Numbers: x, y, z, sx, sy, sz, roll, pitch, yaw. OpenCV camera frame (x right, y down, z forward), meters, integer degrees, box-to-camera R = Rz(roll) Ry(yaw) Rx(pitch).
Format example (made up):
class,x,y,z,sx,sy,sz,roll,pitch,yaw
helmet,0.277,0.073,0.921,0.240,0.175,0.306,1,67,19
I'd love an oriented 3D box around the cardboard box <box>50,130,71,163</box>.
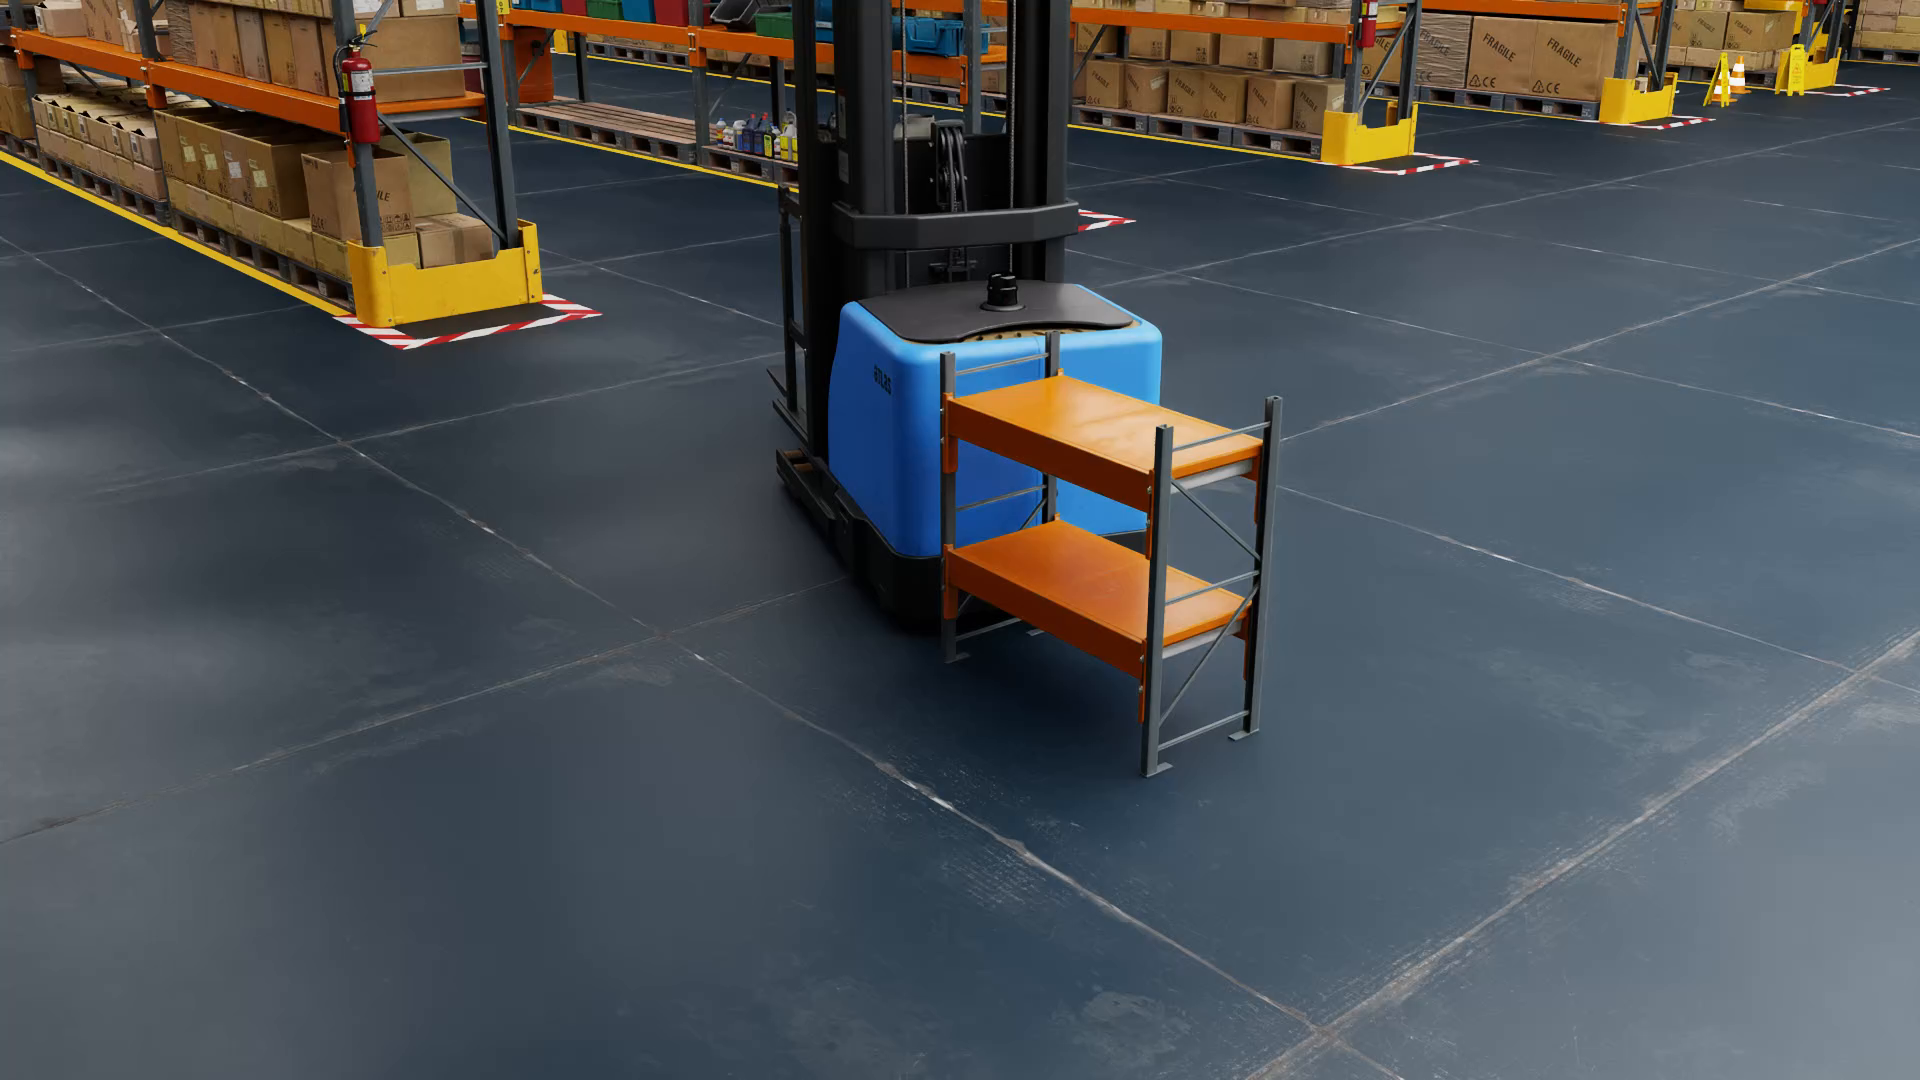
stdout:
class,x,y,z,sx,sy,sz,roll,pitch,yaw
cardboard box,-8.091,-3.675,15.448,0.500,0.250,0.500,-18,28,-39

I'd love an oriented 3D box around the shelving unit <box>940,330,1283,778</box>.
class,x,y,z,sx,sy,sz,roll,pitch,yaw
shelving unit,0.451,0.002,5.436,0.538,1.125,1.048,-16,26,-35

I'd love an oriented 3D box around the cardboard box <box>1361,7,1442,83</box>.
class,x,y,z,sx,sy,sz,roll,pitch,yaw
cardboard box,5.761,-6.534,21.890,0.875,0.875,0.875,-17,27,-37

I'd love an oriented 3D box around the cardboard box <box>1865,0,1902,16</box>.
class,x,y,z,sx,sy,sz,roll,pitch,yaw
cardboard box,14.581,-8.375,26.077,0.500,0.250,0.500,-17,27,-36

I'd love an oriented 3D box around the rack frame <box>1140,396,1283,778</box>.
class,x,y,z,sx,sy,sz,roll,pitch,yaw
rack frame,0.762,0.149,5.061,0.500,1.125,0.032,-16,26,-35

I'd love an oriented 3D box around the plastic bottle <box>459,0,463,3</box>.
class,x,y,z,sx,sy,sz,roll,pitch,yaw
plastic bottle,-5.837,-6.449,19.513,0.097,0.271,0.097,0,21,0

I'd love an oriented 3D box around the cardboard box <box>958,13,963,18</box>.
class,x,y,z,sx,sy,sz,roll,pitch,yaw
cardboard box,0.113,-9.018,28.412,0.380,0.149,0.250,-16,27,-35

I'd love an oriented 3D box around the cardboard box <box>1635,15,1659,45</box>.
class,x,y,z,sx,sy,sz,roll,pitch,yaw
cardboard box,9.963,-7.473,24.116,0.500,0.500,0.500,-16,26,-35

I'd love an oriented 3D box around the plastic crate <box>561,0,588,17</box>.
class,x,y,z,sx,sy,sz,roll,pitch,yaw
plastic crate,-3.961,-5.802,17.596,0.402,0.464,0.583,-17,27,-37

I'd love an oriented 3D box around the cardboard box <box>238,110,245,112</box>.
class,x,y,z,sx,sy,sz,roll,pitch,yaw
cardboard box,-6.332,-3.497,14.225,0.500,0.311,0.500,-18,28,-38

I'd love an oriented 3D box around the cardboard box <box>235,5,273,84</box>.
class,x,y,z,sx,sy,sz,roll,pitch,yaw
cardboard box,-4.624,-3.508,11.691,0.700,0.500,0.500,-16,27,-36

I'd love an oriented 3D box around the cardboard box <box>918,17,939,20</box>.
class,x,y,z,sx,sy,sz,roll,pitch,yaw
cardboard box,-0.571,-6.682,21.728,0.500,0.250,0.500,-16,27,-35

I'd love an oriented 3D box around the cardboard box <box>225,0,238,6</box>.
class,x,y,z,sx,sy,sz,roll,pitch,yaw
cardboard box,-4.885,-3.809,11.569,0.380,0.149,0.250,-18,28,-38

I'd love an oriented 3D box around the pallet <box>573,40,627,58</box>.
class,x,y,z,sx,sy,sz,roll,pitch,yaw
pallet,-5.672,-8.180,27.579,1.003,0.211,1.213,-17,27,-37

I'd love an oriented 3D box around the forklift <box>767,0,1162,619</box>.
class,x,y,z,sx,sy,sz,roll,pitch,yaw
forklift,-0.202,-1.583,7.006,1.130,2.935,3.031,-7,22,-17

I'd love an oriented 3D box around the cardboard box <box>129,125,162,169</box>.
class,x,y,z,sx,sy,sz,roll,pitch,yaw
cardboard box,-6.409,-3.228,13.538,0.500,0.311,0.500,-17,27,-37

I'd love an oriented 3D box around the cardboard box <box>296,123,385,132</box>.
class,x,y,z,sx,sy,sz,roll,pitch,yaw
cardboard box,-4.475,-2.783,12.143,0.500,0.500,0.500,-17,27,-37

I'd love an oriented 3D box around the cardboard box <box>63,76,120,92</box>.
class,x,y,z,sx,sy,sz,roll,pitch,yaw
cardboard box,-8.965,-4.491,17.161,0.500,0.500,0.500,-19,28,-39

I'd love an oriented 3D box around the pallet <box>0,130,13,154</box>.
class,x,y,z,sx,sy,sz,roll,pitch,yaw
pallet,-9.790,-4.367,17.844,1.003,0.211,1.213,-17,27,-37

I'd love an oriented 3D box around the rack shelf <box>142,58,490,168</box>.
class,x,y,z,sx,sy,sz,roll,pitch,yaw
rack shelf,-4.622,-3.120,11.824,1.077,0.370,4.000,-17,27,-37

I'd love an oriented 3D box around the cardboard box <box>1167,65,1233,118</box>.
class,x,y,z,sx,sy,sz,roll,pitch,yaw
cardboard box,2.655,-4.967,18.405,0.500,0.500,0.500,19,29,40

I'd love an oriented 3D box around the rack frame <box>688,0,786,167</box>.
class,x,y,z,sx,sy,sz,roll,pitch,yaw
rack frame,-2.173,-5.186,16.112,1.000,3.000,0.127,-17,27,-37

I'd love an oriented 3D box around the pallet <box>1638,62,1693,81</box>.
class,x,y,z,sx,sy,sz,roll,pitch,yaw
pallet,10.353,-6.911,24.340,1.003,0.211,1.213,-17,27,-37

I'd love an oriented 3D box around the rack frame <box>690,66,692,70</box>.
class,x,y,z,sx,sy,sz,roll,pitch,yaw
rack frame,-3.643,-8.575,24.765,1.000,3.000,0.127,-17,27,-37

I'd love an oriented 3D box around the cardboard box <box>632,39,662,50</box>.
class,x,y,z,sx,sy,sz,roll,pitch,yaw
cardboard box,-4.600,-8.232,26.225,0.875,0.875,0.875,-17,27,-37

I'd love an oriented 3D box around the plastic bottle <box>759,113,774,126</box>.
class,x,y,z,sx,sy,sz,roll,pitch,yaw
plastic bottle,-1.851,-3.870,15.780,0.144,0.351,0.185,-17,27,-37

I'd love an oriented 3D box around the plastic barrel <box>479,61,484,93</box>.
class,x,y,z,sx,sy,sz,roll,pitch,yaw
plastic barrel,-5.552,-5.594,19.989,0.421,0.512,0.421,0,21,0

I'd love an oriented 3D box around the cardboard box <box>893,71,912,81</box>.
class,x,y,z,sx,sy,sz,roll,pitch,yaw
cardboard box,-0.579,-6.331,21.859,0.700,0.500,0.500,-19,28,-40

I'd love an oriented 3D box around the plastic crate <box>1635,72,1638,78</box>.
class,x,y,z,sx,sy,sz,roll,pitch,yaw
plastic crate,9.491,-6.736,24.072,0.583,0.080,0.402,12,24,27

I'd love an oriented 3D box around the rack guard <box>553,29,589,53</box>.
class,x,y,z,sx,sy,sz,roll,pitch,yaw
rack guard,-6.269,-8.523,28.059,1.175,0.500,0.348,-17,27,-37

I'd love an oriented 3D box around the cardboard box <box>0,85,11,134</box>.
class,x,y,z,sx,sy,sz,roll,pitch,yaw
cardboard box,-9.665,-4.499,17.183,0.500,0.500,0.500,-19,28,-39

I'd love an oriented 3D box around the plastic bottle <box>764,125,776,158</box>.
class,x,y,z,sx,sy,sz,roll,pitch,yaw
plastic bottle,-1.761,-3.697,15.430,0.061,0.283,0.133,-16,26,-35

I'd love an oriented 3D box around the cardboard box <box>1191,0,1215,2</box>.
class,x,y,z,sx,sy,sz,roll,pitch,yaw
cardboard box,2.824,-6.002,17.651,0.875,0.500,0.500,-17,27,-37

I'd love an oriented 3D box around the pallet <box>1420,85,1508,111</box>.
class,x,y,z,sx,sy,sz,roll,pitch,yaw
pallet,6.641,-5.653,21.129,1.003,0.211,1.213,-17,27,-37

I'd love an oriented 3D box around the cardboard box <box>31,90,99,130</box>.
class,x,y,z,sx,sy,sz,roll,pitch,yaw
cardboard box,-8.419,-4.075,15.700,0.500,0.311,0.500,-16,27,-36

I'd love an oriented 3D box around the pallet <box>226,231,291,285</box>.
class,x,y,z,sx,sy,sz,roll,pitch,yaw
pallet,-4.640,-2.143,12.165,1.003,0.211,1.213,-17,27,-37

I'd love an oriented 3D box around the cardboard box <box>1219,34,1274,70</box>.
class,x,y,z,sx,sy,sz,roll,pitch,yaw
cardboard box,4.303,-7.083,23.465,1.050,0.750,0.750,-17,27,-37

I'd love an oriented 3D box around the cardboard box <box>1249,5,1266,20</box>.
class,x,y,z,sx,sy,sz,roll,pitch,yaw
cardboard box,3.200,-5.450,17.131,0.380,0.149,0.250,-17,27,-37

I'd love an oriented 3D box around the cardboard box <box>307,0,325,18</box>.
class,x,y,z,sx,sy,sz,roll,pitch,yaw
cardboard box,-3.882,-3.383,10.483,0.380,0.149,0.250,-17,27,-36

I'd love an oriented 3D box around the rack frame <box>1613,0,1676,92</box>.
class,x,y,z,sx,sy,sz,roll,pitch,yaw
rack frame,8.014,-6.413,19.244,1.000,3.000,0.127,-17,27,-37

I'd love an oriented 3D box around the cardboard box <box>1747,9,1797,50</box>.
class,x,y,z,sx,sy,sz,roll,pitch,yaw
cardboard box,11.365,-7.179,23.365,0.500,0.500,0.500,-19,28,-39

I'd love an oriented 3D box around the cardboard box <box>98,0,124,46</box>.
class,x,y,z,sx,sy,sz,roll,pitch,yaw
cardboard box,-7.087,-4.554,14.362,0.500,0.500,0.500,-17,27,-37

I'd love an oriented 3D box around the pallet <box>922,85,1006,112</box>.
class,x,y,z,sx,sy,sz,roll,pitch,yaw
pallet,0.270,-5.619,21.040,1.003,0.211,1.213,-17,27,-37

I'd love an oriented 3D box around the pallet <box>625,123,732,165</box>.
class,x,y,z,sx,sy,sz,roll,pitch,yaw
pallet,-2.715,-4.095,17.150,1.003,0.211,1.213,-17,27,-37

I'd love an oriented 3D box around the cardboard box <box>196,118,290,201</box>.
class,x,y,z,sx,sy,sz,roll,pitch,yaw
cardboard box,-5.209,-2.793,12.169,0.500,0.500,0.500,-17,27,-37

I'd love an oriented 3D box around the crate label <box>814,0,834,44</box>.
class,x,y,z,sx,sy,sz,roll,pitch,yaw
crate label,-0.968,-4.541,14.417,0.502,0.435,0.616,-17,27,-37

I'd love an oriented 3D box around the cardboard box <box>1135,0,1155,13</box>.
class,x,y,z,sx,sy,sz,roll,pitch,yaw
cardboard box,2.132,-5.837,18.118,0.380,0.149,0.250,-17,27,-37

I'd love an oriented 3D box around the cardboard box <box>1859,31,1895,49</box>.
class,x,y,z,sx,sy,sz,roll,pitch,yaw
cardboard box,14.592,-7.911,26.264,0.500,0.250,0.500,-17,27,-37

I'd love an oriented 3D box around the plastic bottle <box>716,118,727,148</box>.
class,x,y,z,sx,sy,sz,roll,pitch,yaw
plastic bottle,-2.297,-3.928,16.038,0.097,0.271,0.097,0,21,0

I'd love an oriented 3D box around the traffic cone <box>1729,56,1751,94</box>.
class,x,y,z,sx,sy,sz,roll,pitch,yaw
traffic cone,10.440,-6.249,22.305,0.336,0.463,0.334,-17,27,-37

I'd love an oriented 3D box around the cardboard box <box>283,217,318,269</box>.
class,x,y,z,sx,sy,sz,roll,pitch,yaw
cardboard box,-4.226,-2.031,11.251,0.500,0.250,0.500,-17,27,-37

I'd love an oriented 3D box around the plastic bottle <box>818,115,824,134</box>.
class,x,y,z,sx,sy,sz,roll,pitch,yaw
plastic bottle,-1.409,-3.995,16.100,0.144,0.351,0.185,-19,28,-40

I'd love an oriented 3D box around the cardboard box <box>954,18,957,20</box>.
class,x,y,z,sx,sy,sz,roll,pitch,yaw
cardboard box,-0.265,-8.746,28.127,0.380,0.149,0.250,-17,27,-36
